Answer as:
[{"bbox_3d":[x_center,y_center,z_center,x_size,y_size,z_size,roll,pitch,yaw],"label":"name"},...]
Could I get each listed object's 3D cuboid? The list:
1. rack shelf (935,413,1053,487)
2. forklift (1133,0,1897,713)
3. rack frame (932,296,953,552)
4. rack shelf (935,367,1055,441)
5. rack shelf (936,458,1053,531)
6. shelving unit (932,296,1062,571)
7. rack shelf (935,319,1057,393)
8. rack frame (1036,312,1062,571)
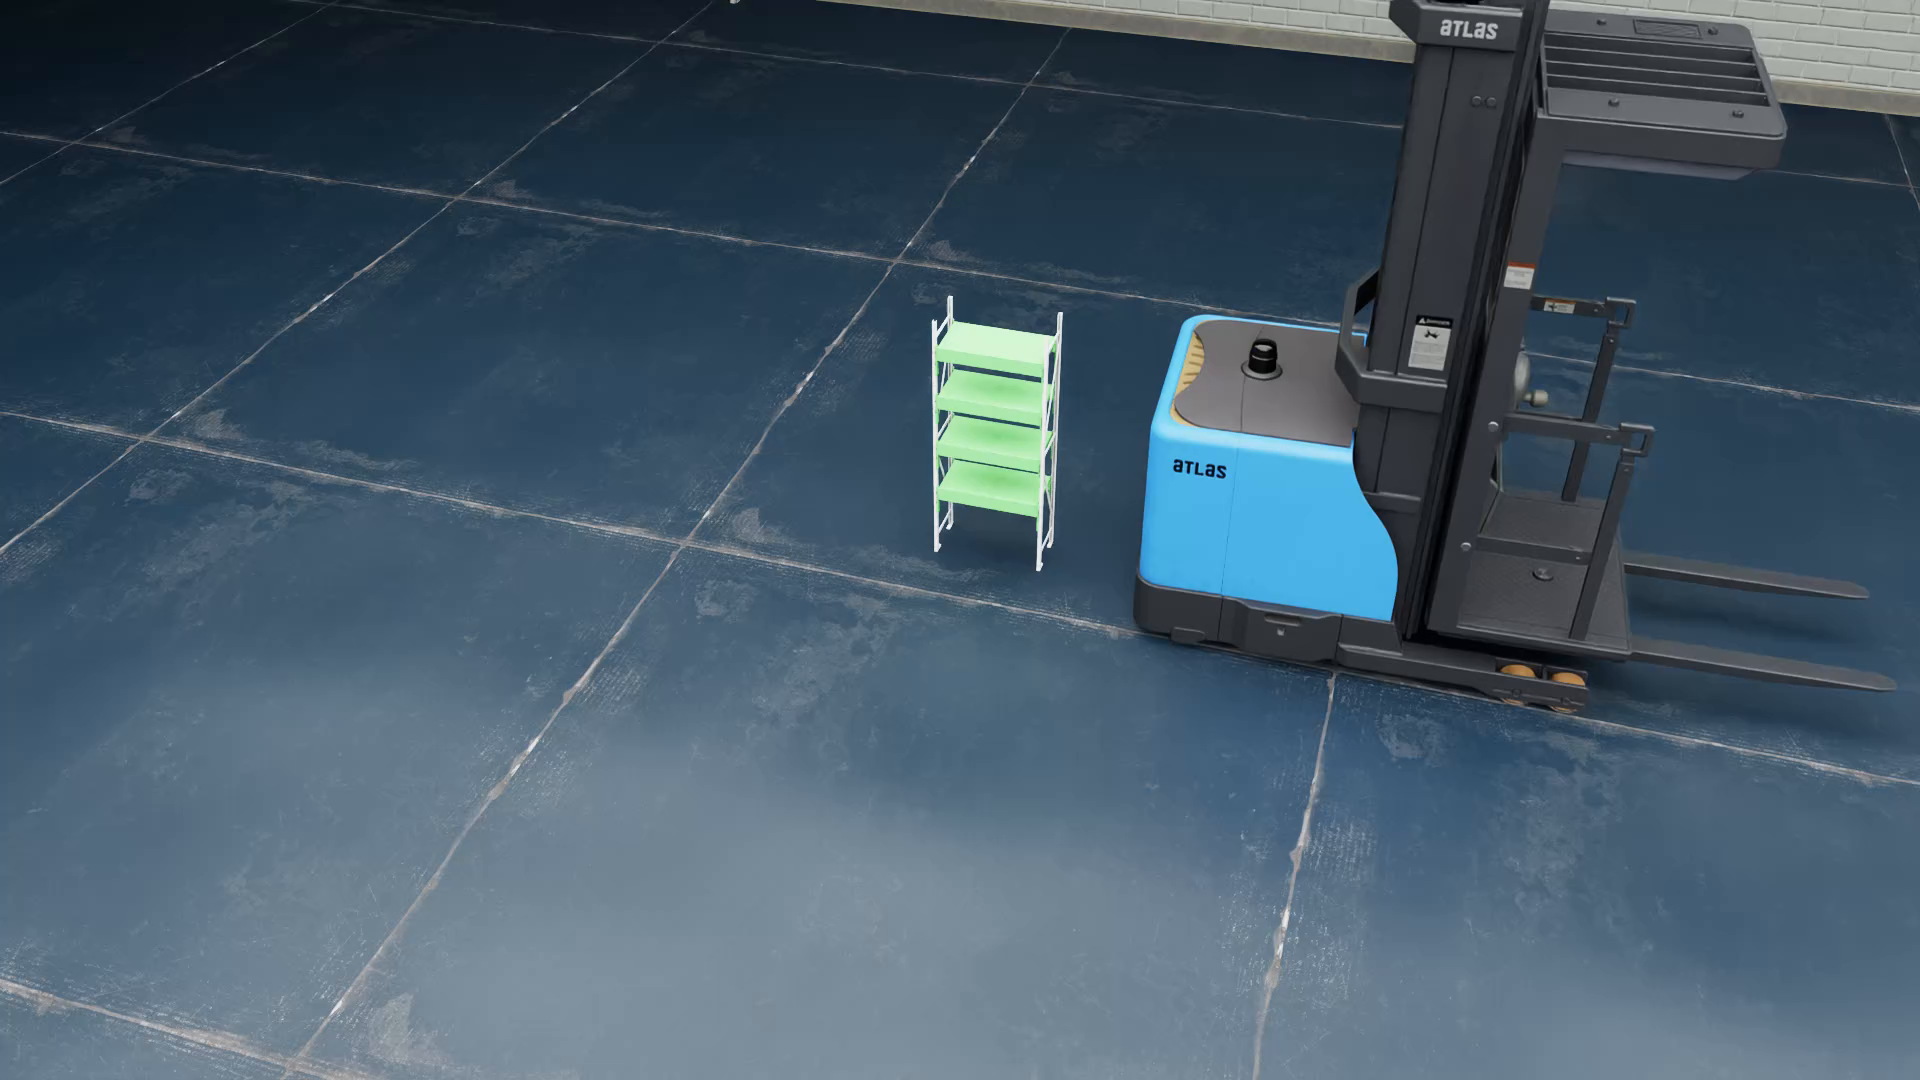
[{"bbox_3d":[0.158,-0.403,7.392,0.480,0.148,0.258,10,38,14],"label":"rack shelf"},{"bbox_3d":[2.321,-0.825,6.398,3.031,2.935,1.130,9,37,12],"label":"forklift"},{"bbox_3d":[-0.075,-0.497,7.413,0.015,1.200,0.240,10,38,14],"label":"rack frame"},{"bbox_3d":[0.158,-0.596,7.250,0.480,0.148,0.258,10,38,14],"label":"rack shelf"},{"bbox_3d":[0.158,-0.209,7.535,0.480,0.148,0.258,10,38,14],"label":"rack shelf"},{"bbox_3d":[0.158,-0.454,7.355,0.503,1.200,0.258,10,38,14],"label":"shelving unit"},{"bbox_3d":[0.158,-0.789,7.108,0.480,0.148,0.258,10,38,14],"label":"rack shelf"},{"bbox_3d":[0.391,-0.411,7.296,0.015,1.200,0.240,10,38,14],"label":"rack frame"}]
